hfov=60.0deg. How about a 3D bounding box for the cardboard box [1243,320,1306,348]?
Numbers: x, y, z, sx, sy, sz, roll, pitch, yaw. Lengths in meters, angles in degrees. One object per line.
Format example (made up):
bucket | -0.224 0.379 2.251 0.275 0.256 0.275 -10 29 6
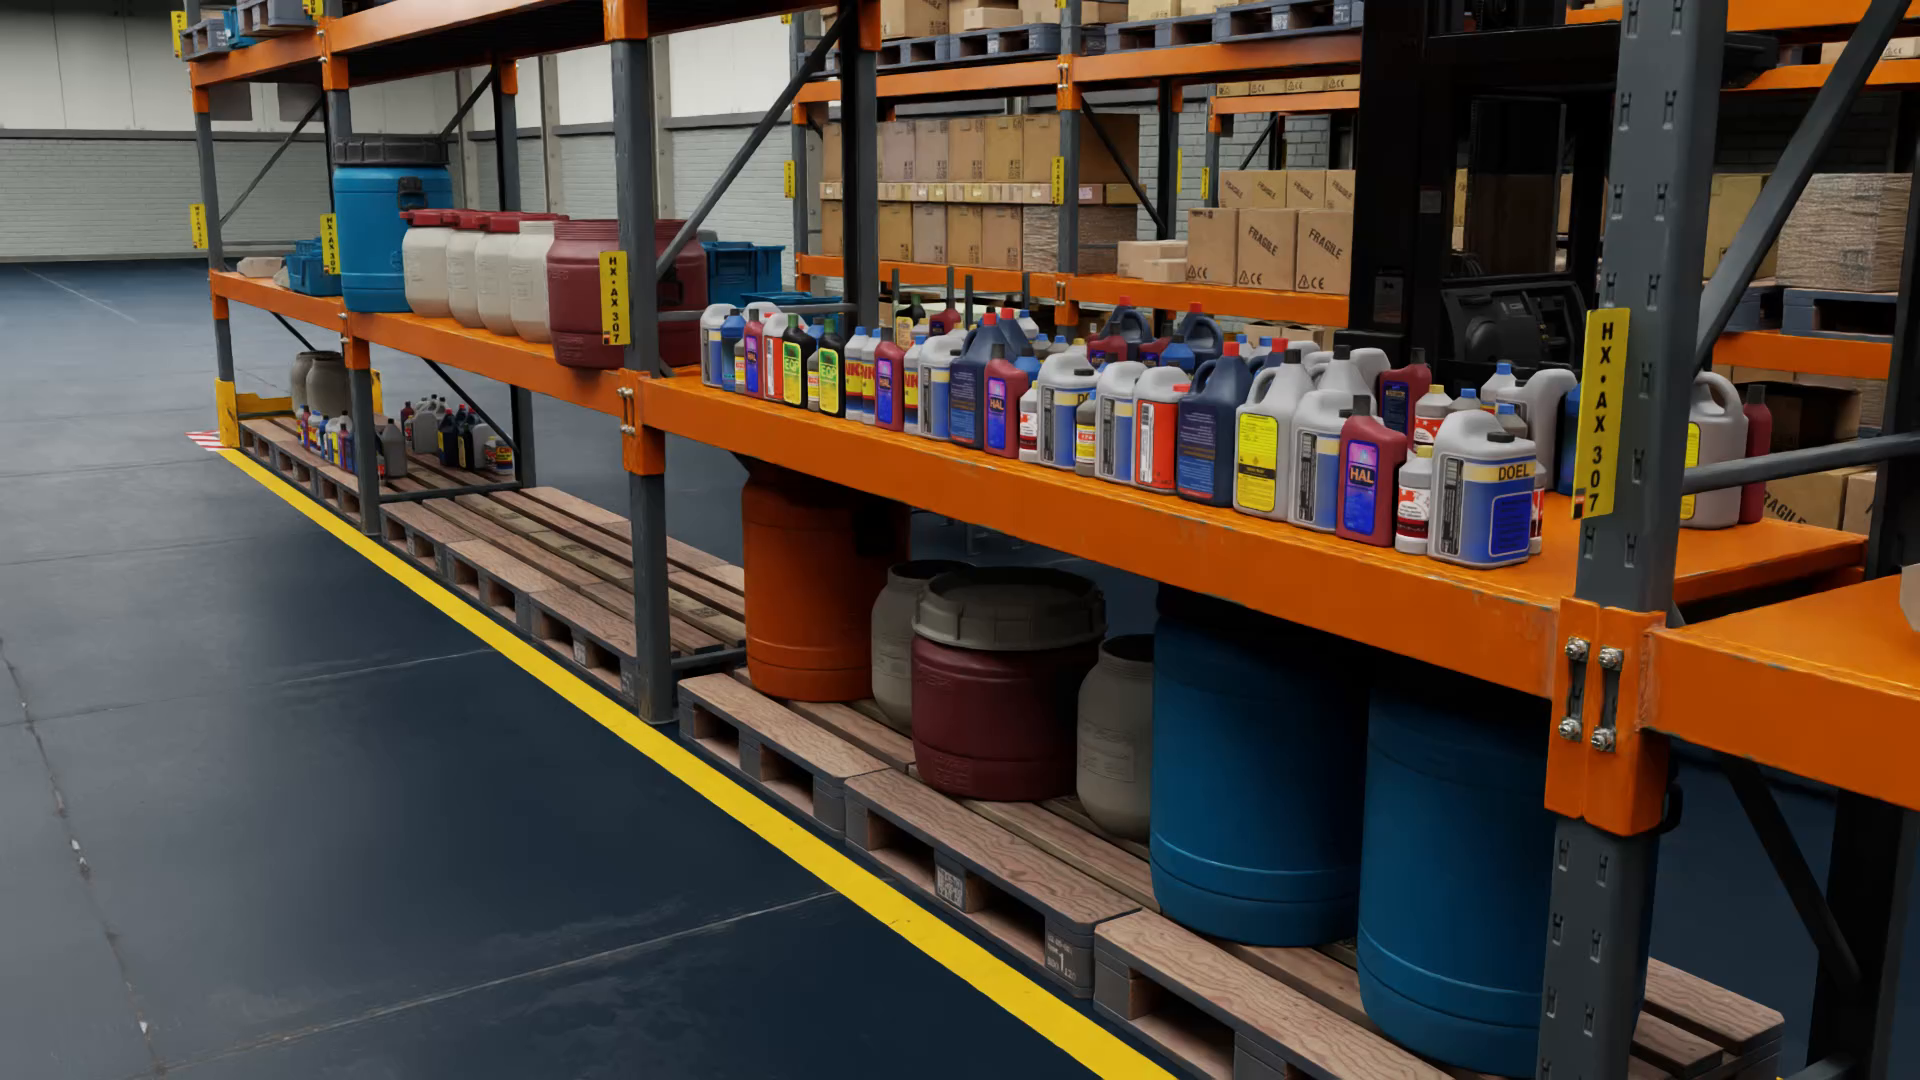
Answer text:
cardboard box | 3.364 -2.200 17.666 0.500 0.311 0.500 -10 16 -39

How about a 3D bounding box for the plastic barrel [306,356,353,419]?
plastic barrel | -4.486 -1.053 11.995 0.421 0.512 0.421 0 12 0

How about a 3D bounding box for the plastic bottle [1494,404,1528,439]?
plastic bottle | 1.221 -0.203 3.735 0.097 0.201 0.097 0 12 0

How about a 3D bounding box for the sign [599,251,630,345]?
sign | -1.214 -0.851 5.848 0.100 0.325 0.005 -8 15 -33

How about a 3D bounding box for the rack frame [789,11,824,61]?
rack frame | -1.067 -5.776 14.712 1.000 3.000 0.127 -8 15 -33

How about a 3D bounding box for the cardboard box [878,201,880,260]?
cardboard box | -0.524 -2.717 14.531 0.700 0.500 0.500 -8 14 -31

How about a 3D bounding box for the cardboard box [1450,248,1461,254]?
cardboard box | 3.032 -1.561 9.689 0.500 0.311 0.500 -8 15 -33

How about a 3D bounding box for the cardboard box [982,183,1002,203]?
cardboard box | 0.392 -2.660 12.752 0.380 0.149 0.250 -8 15 -33

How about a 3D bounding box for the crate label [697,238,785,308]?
crate label | -1.085 -1.063 7.120 0.502 0.435 0.616 -8 15 -33

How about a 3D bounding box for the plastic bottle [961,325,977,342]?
plastic bottle | 0.050 -0.638 5.722 0.097 0.201 0.097 0 12 0

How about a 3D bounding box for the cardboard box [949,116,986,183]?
cardboard box | 0.341 -3.074 13.126 0.700 0.500 0.500 -8 15 -33

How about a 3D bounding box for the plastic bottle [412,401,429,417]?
plastic bottle | -3.693 -0.822 11.443 0.152 0.276 0.135 -8 15 -32

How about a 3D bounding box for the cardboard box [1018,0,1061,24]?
cardboard box | 0.791 -4.046 12.721 0.500 0.311 0.500 -9 15 -36

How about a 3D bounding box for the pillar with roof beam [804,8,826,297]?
pillar with roof beam | -6.069 -7.966 24.725 9.100 9.000 0.400 -8 15 -33

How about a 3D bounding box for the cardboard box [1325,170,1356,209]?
cardboard box | 3.912 -3.343 16.176 0.500 0.500 0.500 -8 14 -31

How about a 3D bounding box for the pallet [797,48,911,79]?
pallet | -0.696 -4.139 14.453 1.003 0.211 1.213 -8 15 -33

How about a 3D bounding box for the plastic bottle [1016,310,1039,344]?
plastic bottle | 0.212 -0.620 5.477 0.097 0.271 0.097 0 12 0

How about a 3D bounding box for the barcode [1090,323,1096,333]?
barcode | 0.944 -1.502 11.785 0.001 0.075 0.075 -8 15 -33

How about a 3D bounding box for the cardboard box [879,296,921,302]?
cardboard box | -0.676 -1.864 14.560 0.500 0.500 0.500 -8 15 -33

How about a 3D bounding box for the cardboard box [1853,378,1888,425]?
cardboard box | 7.045 -1.126 12.309 0.700 0.500 0.500 -8 15 -32

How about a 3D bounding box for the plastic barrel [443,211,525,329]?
plastic barrel | -2.222 -1.288 7.914 0.433 0.535 0.433 0 12 0

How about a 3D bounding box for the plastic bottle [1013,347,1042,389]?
plastic bottle | 0.174 -0.363 4.302 0.097 0.271 0.097 0 12 0

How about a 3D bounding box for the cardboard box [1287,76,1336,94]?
cardboard box | 3.591 -4.676 16.421 0.500 0.500 0.500 -7 14 -30

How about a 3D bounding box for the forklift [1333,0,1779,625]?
forklift | 2.299 -0.832 6.304 1.130 2.935 3.031 -10 16 -38

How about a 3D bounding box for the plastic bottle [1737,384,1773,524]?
plastic bottle | 1.608 -0.185 3.458 0.061 0.283 0.133 -8 15 -33

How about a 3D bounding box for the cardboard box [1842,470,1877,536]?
cardboard box | 4.242 -0.027 7.287 0.500 0.500 0.500 -9 15 -35

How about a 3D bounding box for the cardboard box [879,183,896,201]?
cardboard box | -0.455 -2.933 13.999 0.380 0.149 0.250 -9 15 -35

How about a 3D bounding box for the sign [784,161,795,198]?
sign | -1.532 -3.243 14.957 0.100 0.325 0.005 -8 15 -33

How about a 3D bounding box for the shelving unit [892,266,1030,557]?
shelving unit | -0.004 -0.734 9.207 0.431 1.500 0.755 -8 15 -33

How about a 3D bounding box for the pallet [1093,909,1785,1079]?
pallet | 1.064 1.094 3.864 1.003 0.211 1.213 -8 15 -33

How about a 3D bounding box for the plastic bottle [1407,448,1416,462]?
plastic bottle | 0.859 -0.109 3.304 0.097 0.201 0.097 0 12 0

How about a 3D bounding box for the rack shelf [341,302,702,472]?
rack shelf | -1.868 -0.842 7.872 1.077 0.370 4.000 -8 15 -33

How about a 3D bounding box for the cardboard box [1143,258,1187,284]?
cardboard box | 1.470 -1.830 11.296 0.380 0.149 0.250 -8 15 -33

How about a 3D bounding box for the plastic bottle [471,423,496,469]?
plastic bottle | -2.990 -0.596 10.411 0.152 0.276 0.135 -7 14 -31

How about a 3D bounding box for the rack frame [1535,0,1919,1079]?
rack frame | 1.454 -0.125 2.914 0.949 2.616 0.053 -8 15 -33

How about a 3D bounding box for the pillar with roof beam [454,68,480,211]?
pillar with roof beam | -16.042 -11.167 39.363 9.100 9.000 0.548 -8 15 -33

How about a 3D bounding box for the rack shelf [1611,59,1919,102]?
rack shelf | 6.380 -3.480 12.914 1.077 0.370 4.000 -8 15 -33

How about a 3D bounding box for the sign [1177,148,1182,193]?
sign | 1.596 -2.727 12.287 0.100 0.325 0.005 -8 15 -33

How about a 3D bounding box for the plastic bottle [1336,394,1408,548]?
plastic bottle | 0.803 -0.136 3.237 0.061 0.283 0.133 -8 15 -33

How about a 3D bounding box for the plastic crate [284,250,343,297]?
plastic crate | -3.815 -1.641 10.191 0.499 0.251 0.616 -8 15 -33

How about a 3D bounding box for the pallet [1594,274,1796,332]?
pallet | 3.800 -1.217 8.354 1.213 0.211 1.003 -8 15 -33

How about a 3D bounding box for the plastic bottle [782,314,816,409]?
plastic bottle | -0.497 -0.554 5.145 0.061 0.283 0.133 -8 15 -33

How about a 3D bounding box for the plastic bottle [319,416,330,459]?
plastic bottle | -4.089 -0.668 10.752 0.097 0.271 0.097 0 12 0

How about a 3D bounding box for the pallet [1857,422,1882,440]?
pallet | 7.056 -0.787 12.466 1.003 0.211 1.213 -8 15 -33

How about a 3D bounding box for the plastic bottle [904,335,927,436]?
plastic bottle | -0.108 -0.430 4.608 0.097 0.271 0.097 0 12 0

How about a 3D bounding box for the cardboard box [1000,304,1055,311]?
cardboard box | 0.599 -1.660 13.629 0.500 0.500 0.500 -8 15 -33

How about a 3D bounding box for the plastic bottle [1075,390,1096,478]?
plastic bottle | 0.326 -0.257 3.979 0.097 0.201 0.097 0 12 0

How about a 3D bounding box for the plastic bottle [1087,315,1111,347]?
plastic bottle | 0.453 -0.556 5.154 0.061 0.283 0.133 -8 15 -33

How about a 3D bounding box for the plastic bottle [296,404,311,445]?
plastic bottle | -4.447 -0.783 11.276 0.097 0.271 0.097 0 12 0

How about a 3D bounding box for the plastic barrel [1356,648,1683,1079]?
plastic barrel | 1.169 0.595 3.547 0.600 0.901 0.708 -8 15 -33

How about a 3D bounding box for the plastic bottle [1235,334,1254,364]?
plastic bottle | 0.780 -0.438 4.642 0.097 0.271 0.097 0 12 0

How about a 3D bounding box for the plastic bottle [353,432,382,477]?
plastic bottle | -3.573 -0.550 10.026 0.144 0.351 0.185 -9 15 -34
